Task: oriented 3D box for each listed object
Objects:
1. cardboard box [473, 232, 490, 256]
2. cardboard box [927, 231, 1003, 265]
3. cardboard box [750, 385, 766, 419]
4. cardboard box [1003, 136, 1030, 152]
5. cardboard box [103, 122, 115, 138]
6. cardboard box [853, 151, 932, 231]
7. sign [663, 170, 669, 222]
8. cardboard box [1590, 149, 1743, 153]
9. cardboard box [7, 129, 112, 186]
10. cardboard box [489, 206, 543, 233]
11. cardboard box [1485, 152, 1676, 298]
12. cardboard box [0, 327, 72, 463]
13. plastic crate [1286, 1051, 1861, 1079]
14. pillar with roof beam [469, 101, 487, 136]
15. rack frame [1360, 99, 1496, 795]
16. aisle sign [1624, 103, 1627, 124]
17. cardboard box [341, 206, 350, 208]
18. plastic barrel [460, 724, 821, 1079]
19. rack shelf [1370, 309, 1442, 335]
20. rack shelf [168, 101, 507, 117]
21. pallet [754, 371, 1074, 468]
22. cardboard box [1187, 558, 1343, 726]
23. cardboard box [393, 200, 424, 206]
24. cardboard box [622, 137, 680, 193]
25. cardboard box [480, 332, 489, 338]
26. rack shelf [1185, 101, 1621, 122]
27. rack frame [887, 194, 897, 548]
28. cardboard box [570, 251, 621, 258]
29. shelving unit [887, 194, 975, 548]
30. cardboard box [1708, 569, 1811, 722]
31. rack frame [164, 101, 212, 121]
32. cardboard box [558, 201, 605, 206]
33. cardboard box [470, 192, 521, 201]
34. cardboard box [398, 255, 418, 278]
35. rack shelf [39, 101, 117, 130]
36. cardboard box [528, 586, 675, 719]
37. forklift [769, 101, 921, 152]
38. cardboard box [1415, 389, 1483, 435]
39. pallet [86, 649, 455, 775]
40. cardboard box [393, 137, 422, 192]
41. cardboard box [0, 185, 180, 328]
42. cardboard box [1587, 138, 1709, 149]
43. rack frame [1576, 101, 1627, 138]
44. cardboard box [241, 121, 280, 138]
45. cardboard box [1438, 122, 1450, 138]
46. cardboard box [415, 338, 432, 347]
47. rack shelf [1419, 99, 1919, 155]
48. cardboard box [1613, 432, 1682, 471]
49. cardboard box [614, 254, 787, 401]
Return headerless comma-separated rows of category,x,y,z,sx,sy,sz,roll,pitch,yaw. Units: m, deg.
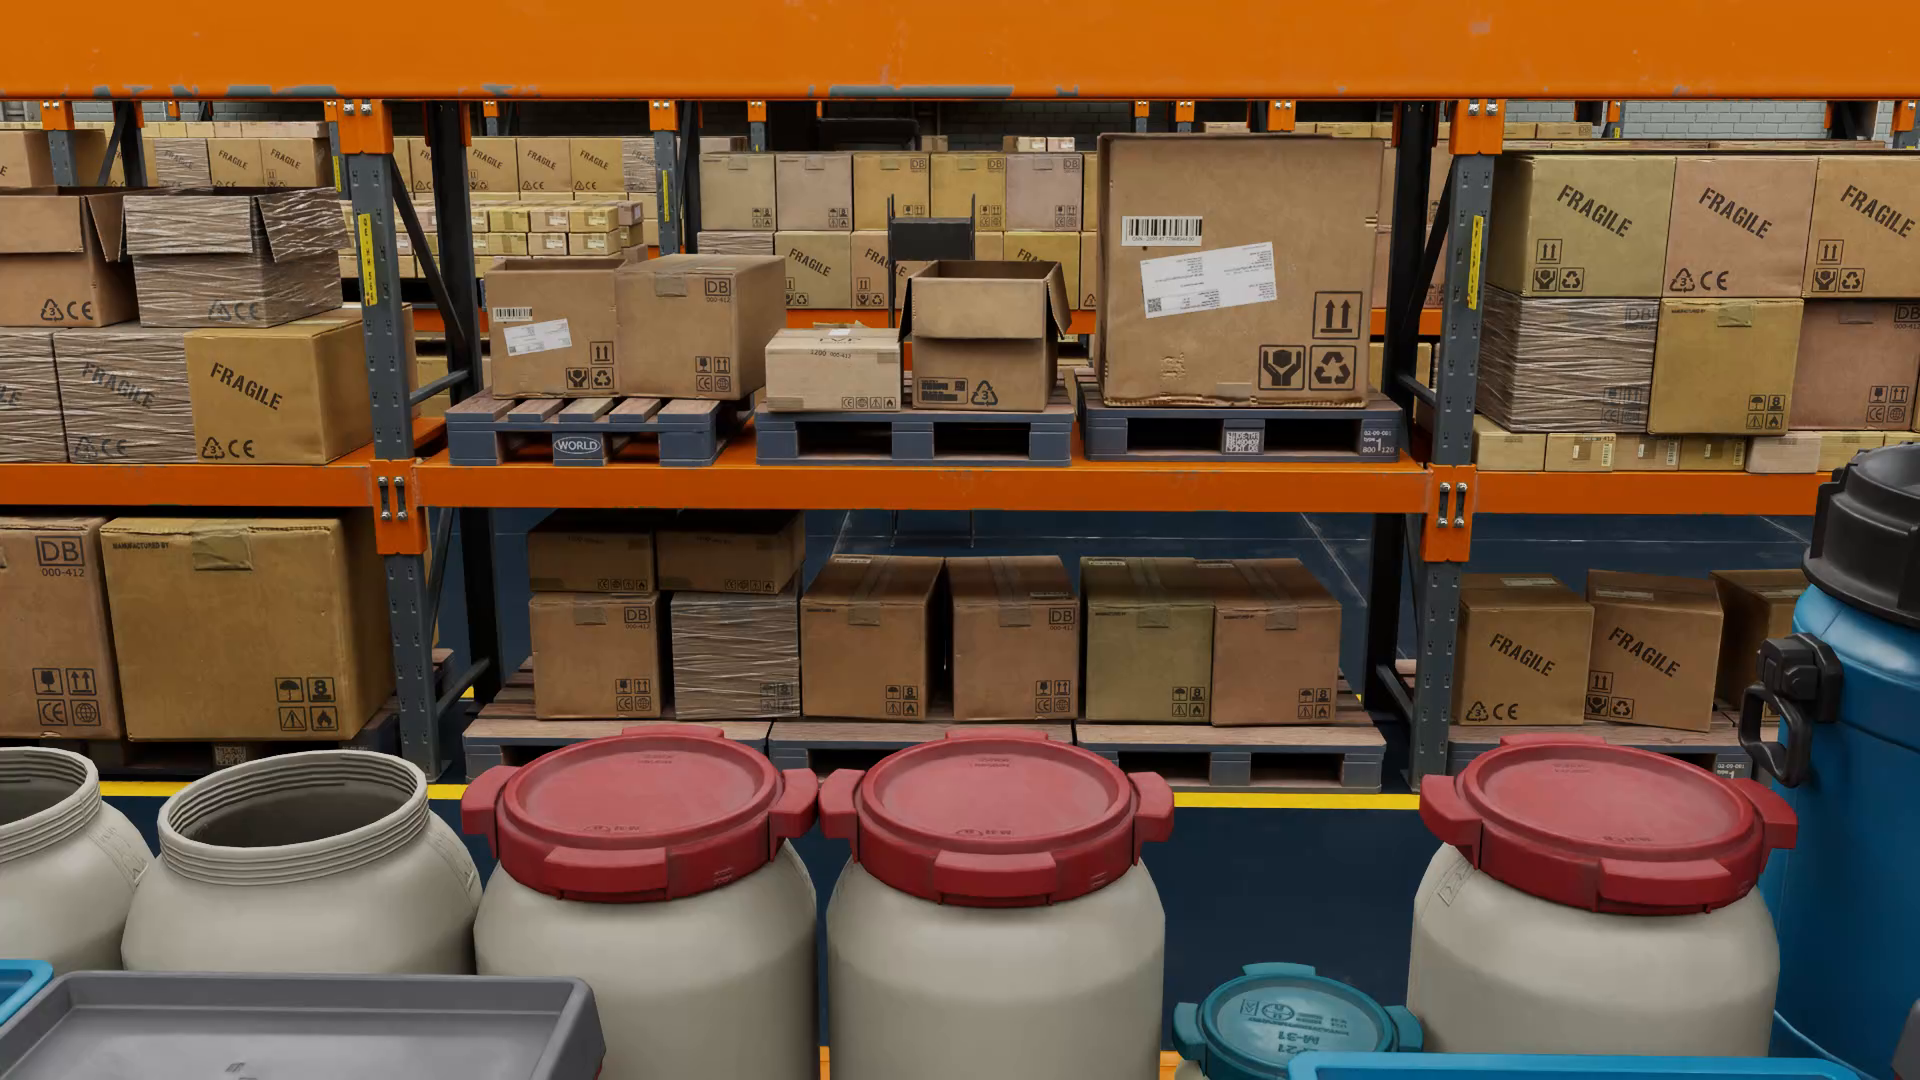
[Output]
cardboard box,-3.202,-1.982,11.058,0.250,0.149,0.380,0,15,2
cardboard box,0.036,-1.832,11.208,0.500,0.500,0.500,0,15,1
cardboard box,-1.310,-0.954,11.661,0.750,0.750,1.050,0,15,1
cardboard box,0.558,-3.885,16.312,0.250,0.149,0.380,1,15,5
cardboard box,-7.991,-3.932,15.936,0.250,0.149,0.380,0,15,0
cardboard box,-0.449,-2.386,11.347,0.500,0.500,0.700,0,15,1
sign,-1.921,-2.248,10.867,0.005,0.325,0.100,0,15,1
cardboard box,2.811,-1.315,6.705,0.500,0.500,0.500,0,15,1
cardboard box,-6.360,-2.632,11.697,0.500,0.500,0.500,1,15,3
cardboard box,-2.931,-2.125,11.016,0.250,0.149,0.380,1,15,3
cardboard box,2.298,-1.183,6.204,0.500,0.500,0.500,0,15,1
cardboard box,-3.661,-0.597,6.526,0.500,0.500,0.500,0,15,0
plastic crate,0.617,0.768,1.580,0.575,0.384,0.392,0,15,1
pillar with roof beam,-6.550,-6.457,17.176,0.400,9.000,9.100,0,15,1
rack frame,1.854,-0.575,6.639,0.127,3.000,1.000,0,15,1
aisle sign,6.161,-4.259,15.506,0.004,0.787,0.394,0,15,1
cardboard box,-4.241,-2.133,11.046,0.250,0.149,0.380,1,15,4
plastic barrel,-0.389,0.553,2.099,0.433,0.535,0.433,0,15,0
rack shelf,4.081,-1.478,11.473,4.000,0.370,1.077,0,15,1
rack shelf,-7.766,-5.536,20.972,4.000,0.370,1.077,0,15,1
pallet,-0.164,-0.506,6.753,1.213,0.211,1.003,0,15,1
cardboard box,1.241,0.411,6.938,0.500,0.500,0.700,-1,15,-3
cardboard box,-3.937,-2.298,11.672,0.250,0.149,0.380,0,15,1
cardboard box,-2.928,-3.598,15.941,0.500,0.500,0.500,1,15,2
cardboard box,-4.365,-2.342,16.680,0.875,0.875,0.875,1,15,3
rack shelf,4.107,-4.192,15.878,4.000,0.370,1.077,0,15,1
rack frame,-0.409,-1.018,10.082,0.015,2.100,0.400,0,15,1
cardboard box,-2.421,-1.833,11.076,0.250,0.149,0.380,1,15,2
shelving unit,-0.165,-1.016,10.076,0.503,2.100,0.431,0,15,1
cardboard box,3.449,0.429,6.910,0.500,0.500,0.500,-1,15,-4
rack frame,-9.766,-4.446,21.312,0.127,3.000,1.000,0,15,1
cardboard box,-2.642,-2.288,11.635,0.250,0.149,0.380,0,15,0
cardboard box,-4.431,-3.242,16.064,0.500,0.250,0.500,1,15,2
cardboard box,-3.704,-1.843,11.113,0.250,0.149,0.380,1,15,3
rack shelf,-7.915,-3.007,11.387,4.000,0.370,1.077,0,15,1
cardboard box,-1.474,0.394,7.004,0.500,0.500,0.700,0,15,-2
forklift,-0.840,-2.428,13.796,3.031,2.935,1.130,-2,15,-6
cardboard box,2.077,-0.527,6.950,0.250,0.149,0.380,0,15,1
pallet,-2.930,0.723,7.186,1.213,0.211,1.003,0,15,1
cardboard box,-5.457,-3.610,15.987,0.500,0.500,0.500,1,15,2
cardboard box,-3.526,-1.148,6.650,0.637,0.503,0.797,1,15,3
cardboard box,4.602,-2.438,11.292,0.550,0.550,0.875,0,15,1
rack frame,6.106,-3.076,16.119,0.127,3.000,1.000,0,15,1
cardboard box,-6.716,-3.954,16.020,0.250,0.149,0.380,0,15,1
cardboard box,4.572,-3.682,15.676,0.500,0.500,0.700,0,15,1
cardboard box,-4.122,-1.301,11.999,0.500,0.250,0.500,0,15,-1
rack shelf,3.854,-1.664,6.299,4.000,0.370,1.077,0,15,1
cardboard box,2.562,-0.376,6.377,0.250,0.149,0.380,0,15,1
cardboard box,-1.043,-0.881,6.780,0.500,0.500,0.700,3,15,10
